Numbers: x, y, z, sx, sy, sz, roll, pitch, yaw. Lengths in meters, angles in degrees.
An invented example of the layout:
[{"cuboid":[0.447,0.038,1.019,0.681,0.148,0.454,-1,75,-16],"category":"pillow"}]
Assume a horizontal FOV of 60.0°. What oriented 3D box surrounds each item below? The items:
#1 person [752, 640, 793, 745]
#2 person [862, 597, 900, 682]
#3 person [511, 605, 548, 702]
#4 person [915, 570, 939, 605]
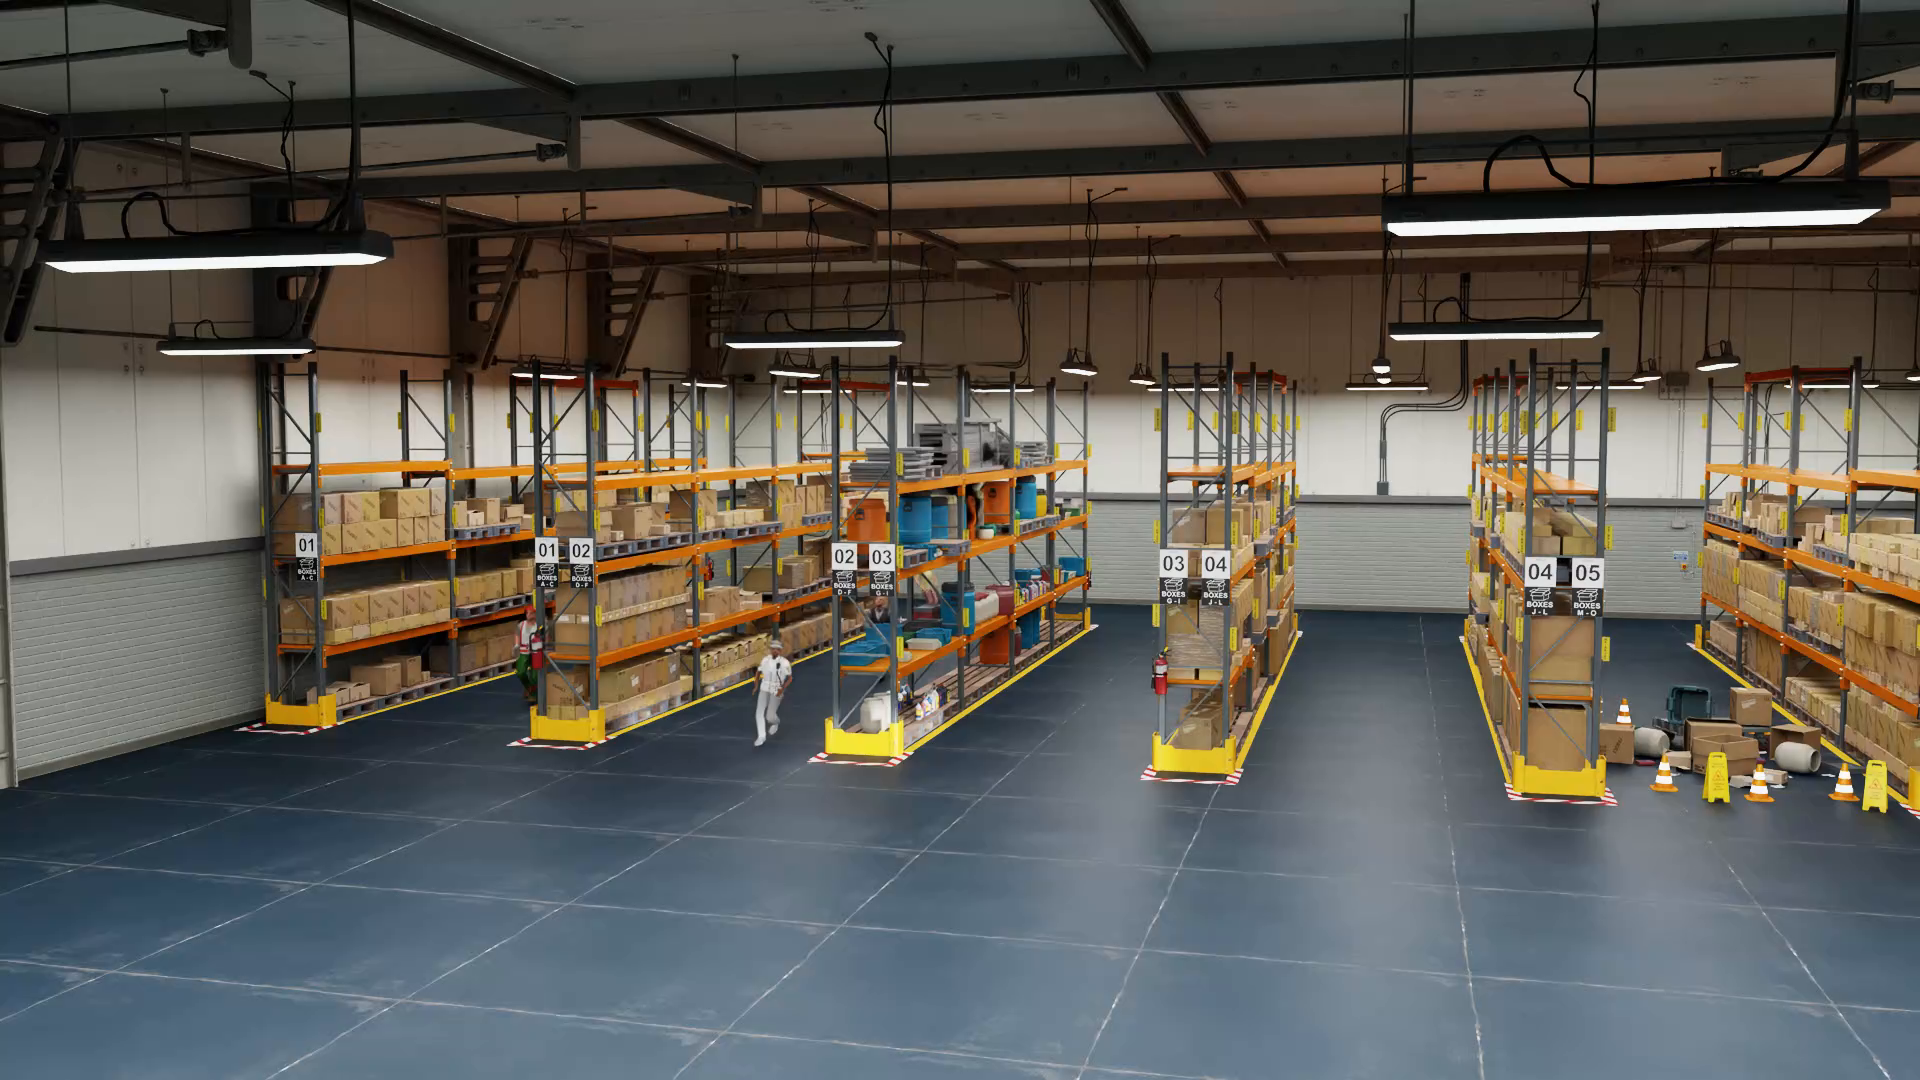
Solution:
[{"cuboid":[-2.921,2.373,26.035,0.612,1.652,0.596,1,4,15],"category":"person"},{"cuboid":[-1.542,1.902,32.062,0.719,1.682,0.522,1,4,7],"category":"person"},{"cuboid":[-7.665,2.037,29.583,0.664,1.739,0.603,0,4,1],"category":"person"},{"cuboid":[-0.815,1.259,41.916,0.632,1.630,0.591,-3,5,-35],"category":"person"}]
